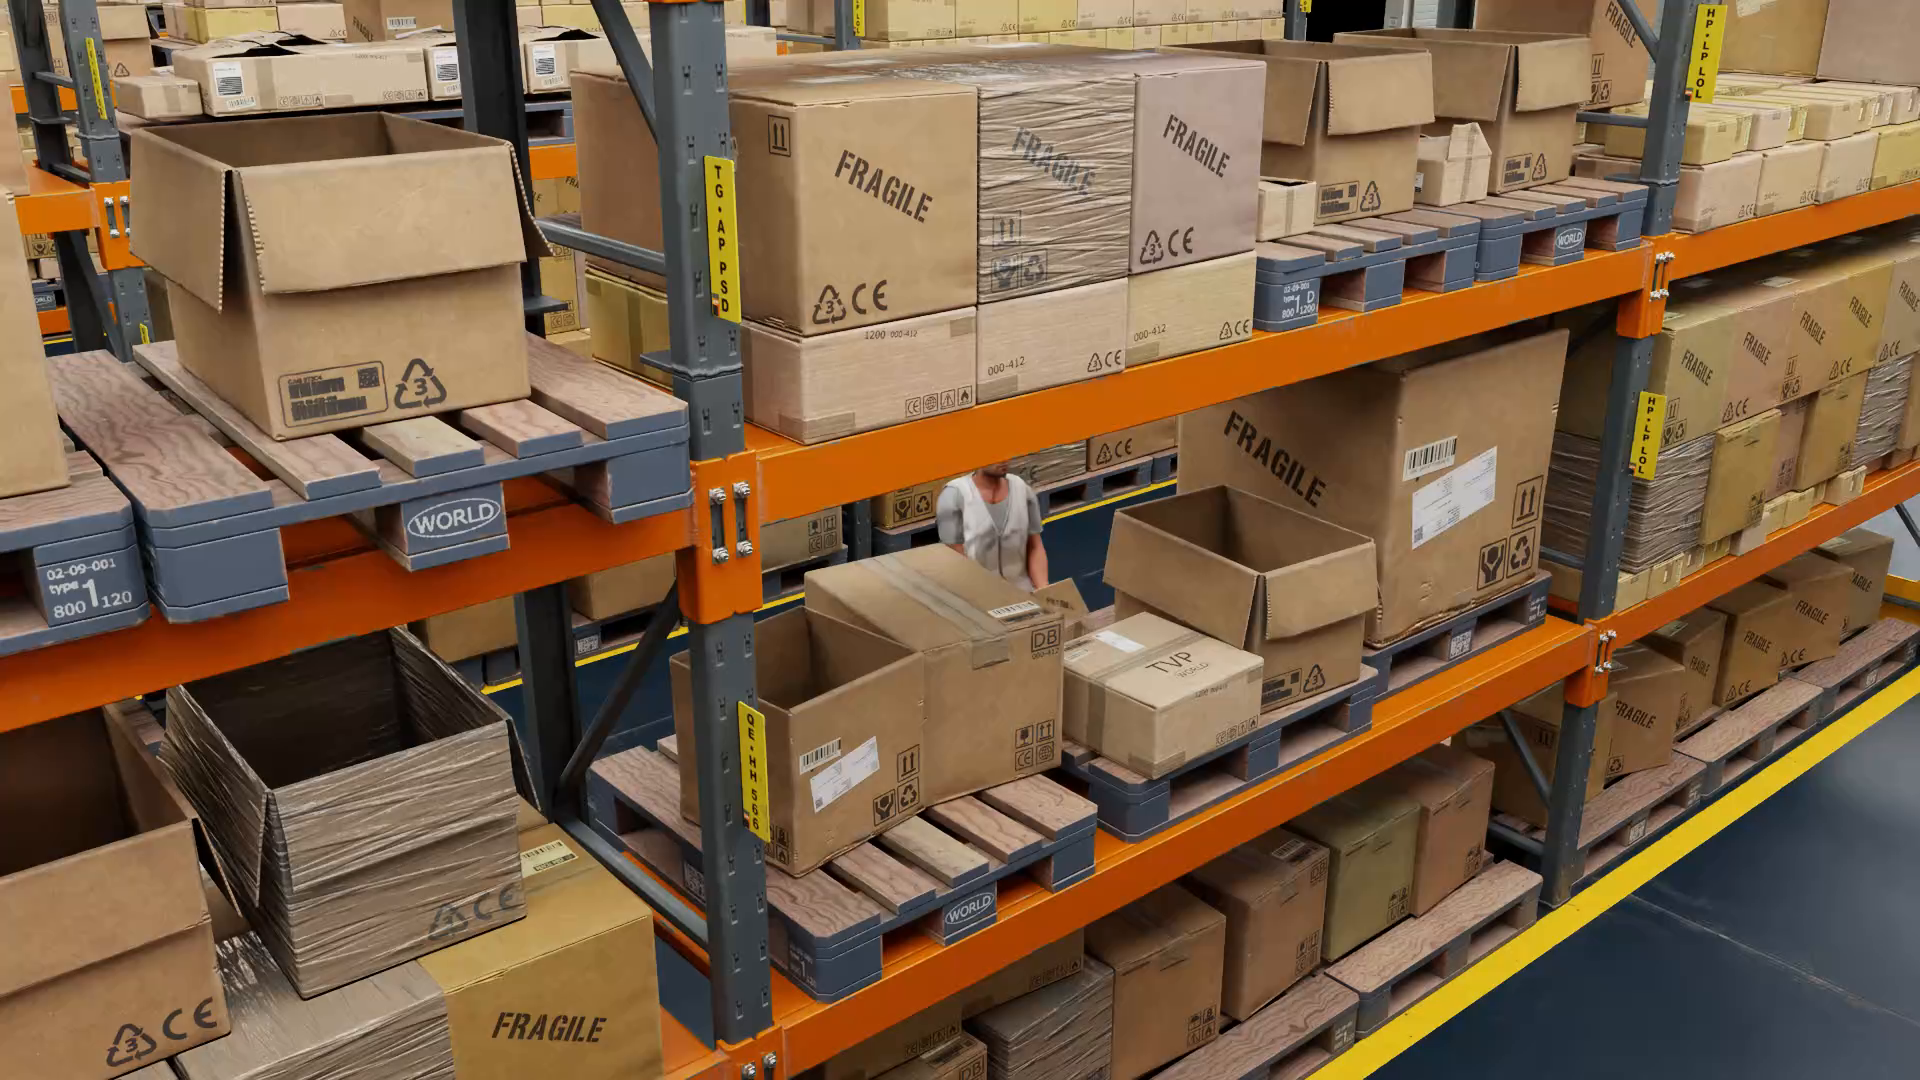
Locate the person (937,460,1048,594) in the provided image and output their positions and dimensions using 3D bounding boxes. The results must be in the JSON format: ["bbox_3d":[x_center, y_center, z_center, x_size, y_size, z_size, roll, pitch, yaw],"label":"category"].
[{"bbox_3d":[0.182,0.332,7.662,0.514,1.793,0.527,-10,23,-24],"label":"person"}]
